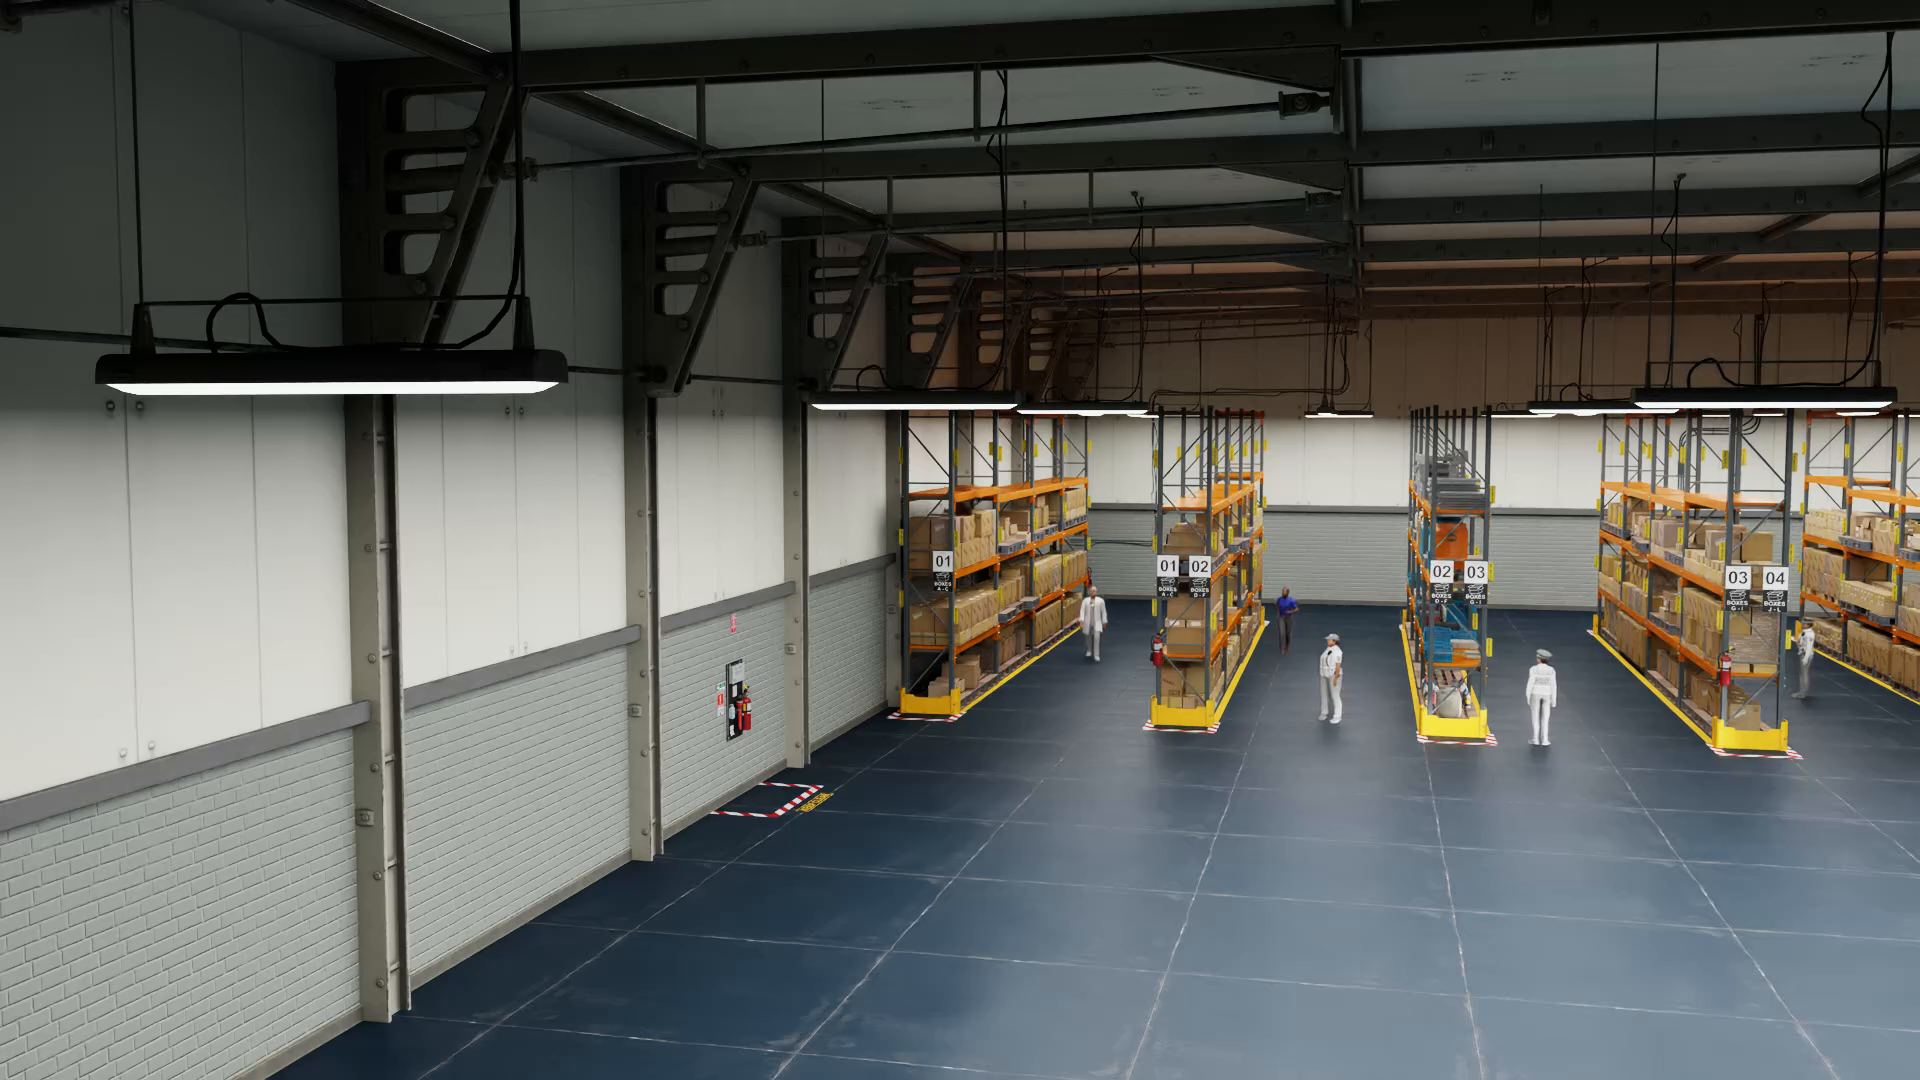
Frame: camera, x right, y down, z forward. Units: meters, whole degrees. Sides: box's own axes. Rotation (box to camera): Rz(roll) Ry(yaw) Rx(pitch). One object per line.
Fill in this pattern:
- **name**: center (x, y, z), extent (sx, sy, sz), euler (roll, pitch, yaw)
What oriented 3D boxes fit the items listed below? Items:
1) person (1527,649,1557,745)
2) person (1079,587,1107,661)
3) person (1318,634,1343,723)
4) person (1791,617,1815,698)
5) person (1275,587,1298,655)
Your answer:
- **person**: center (10.256, 2.774, 29.324), extent (0.503, 1.696, 0.353), euler (1, 4, 15)
- **person**: center (3.186, 1.988, 39.835), extent (0.672, 1.725, 1.097), euler (0, 4, 5)
- **person**: center (7.057, 2.615, 31.677), extent (0.424, 1.672, 0.514), euler (-2, 5, -30)
- **person**: center (17.416, 2.430, 34.367), extent (0.397, 1.673, 0.535), euler (2, 4, 23)
- **person**: center (7.985, 1.961, 40.678), extent (0.570, 1.609, 1.028), euler (1, 4, 14)
